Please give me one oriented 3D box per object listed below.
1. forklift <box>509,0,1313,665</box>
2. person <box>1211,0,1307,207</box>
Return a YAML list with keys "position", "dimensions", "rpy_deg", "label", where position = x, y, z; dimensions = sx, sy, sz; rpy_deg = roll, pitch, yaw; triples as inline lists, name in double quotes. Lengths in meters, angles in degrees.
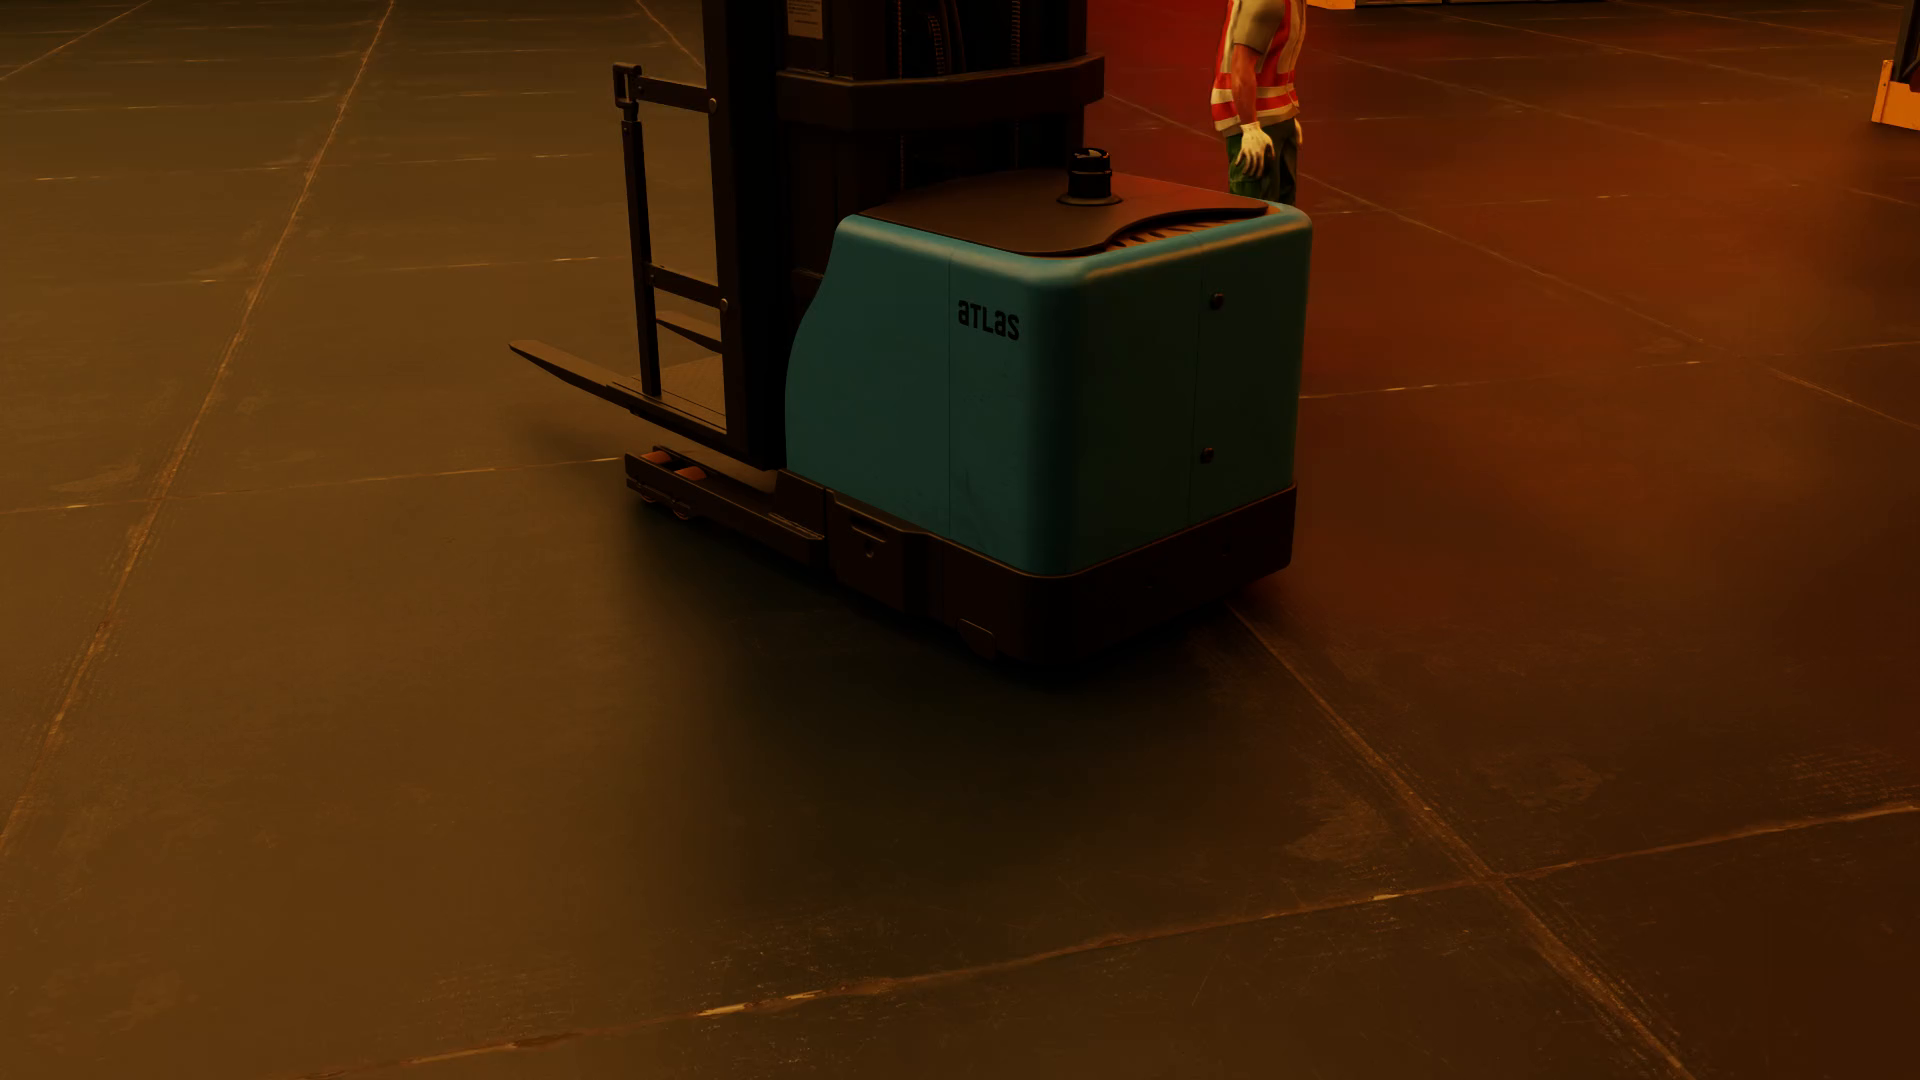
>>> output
- position: [-0.421, -1.529, 4.902]
  dimensions: [1.130, 2.935, 3.031]
  rpy_deg: [-20, 30, -38]
  label: "forklift"
- position: [1.238, -1.645, 6.651]
  dimensions: [0.451, 1.777, 0.610]
  rpy_deg: [11, 25, 24]
  label: "person"
